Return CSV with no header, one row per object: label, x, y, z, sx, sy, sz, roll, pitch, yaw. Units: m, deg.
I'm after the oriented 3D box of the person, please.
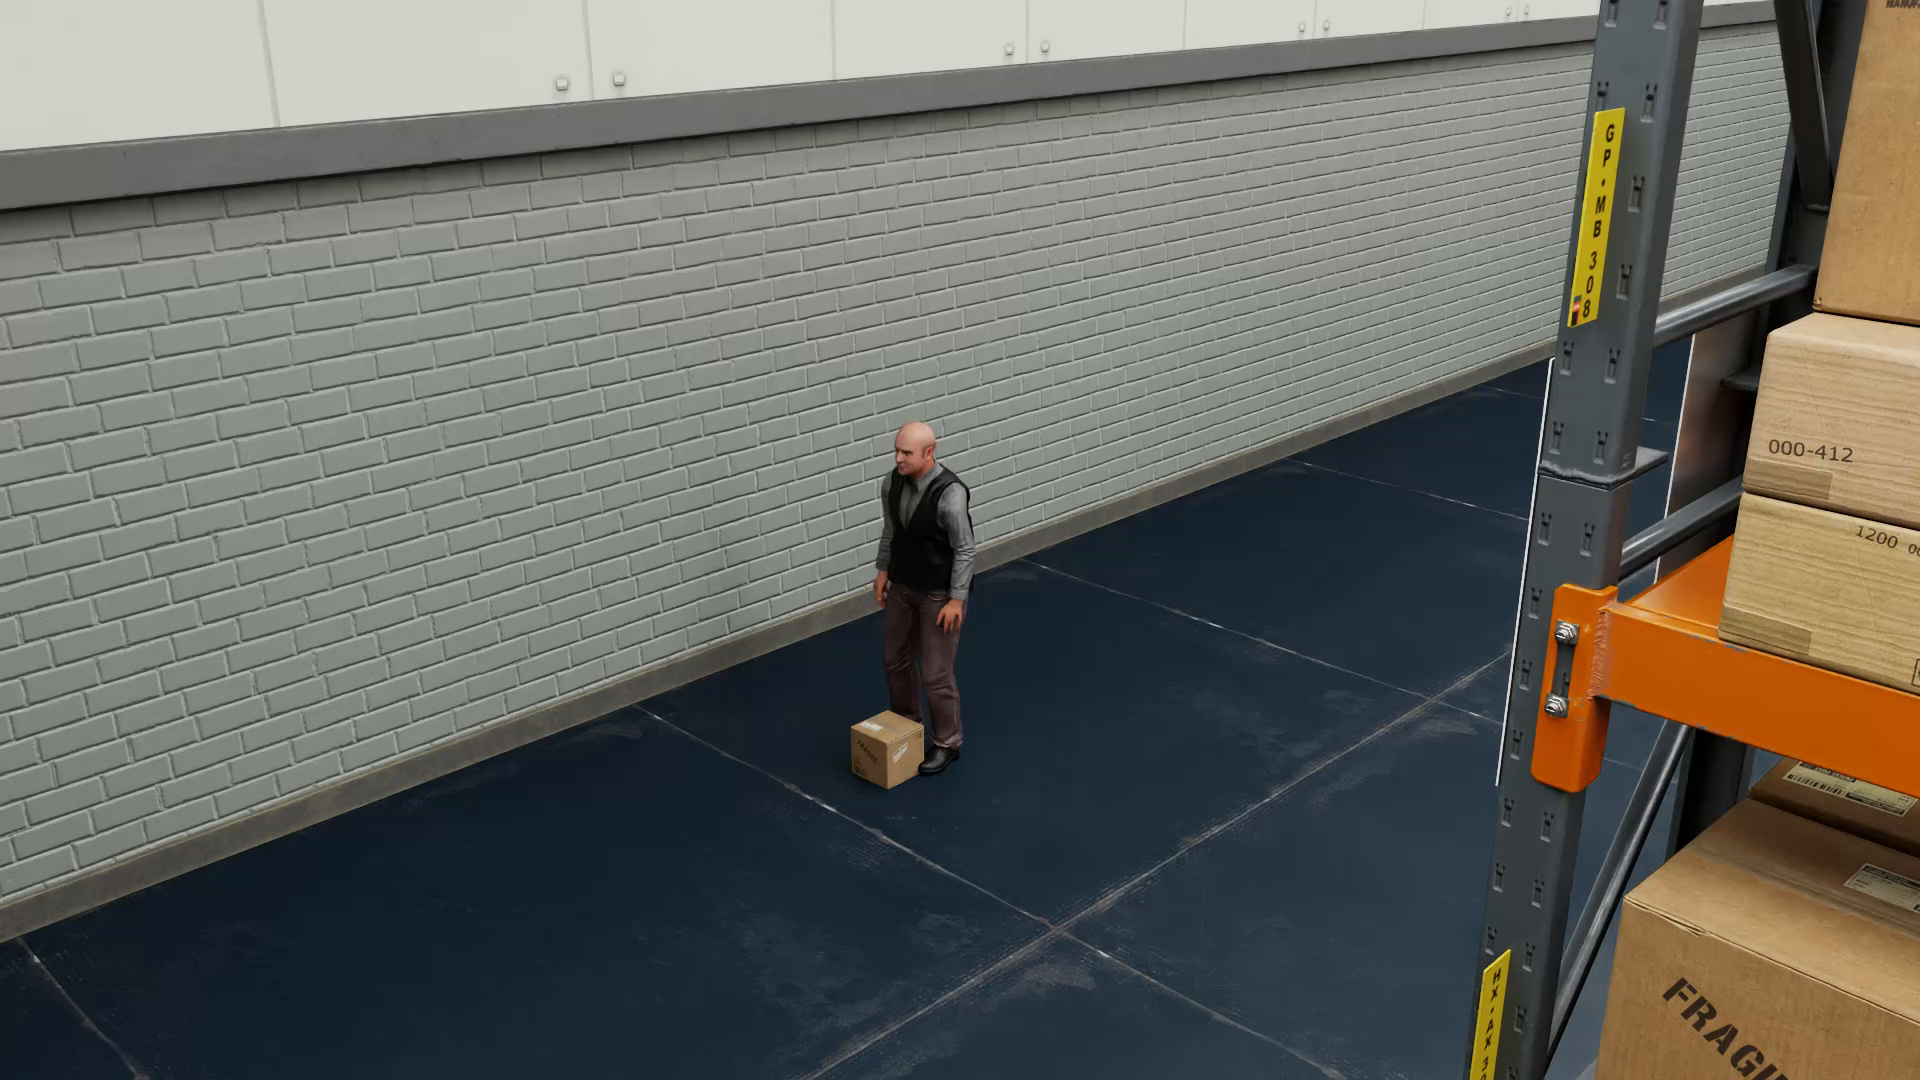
person,-0.160,0.247,7.948,0.416,1.721,0.580,-19,28,-41
